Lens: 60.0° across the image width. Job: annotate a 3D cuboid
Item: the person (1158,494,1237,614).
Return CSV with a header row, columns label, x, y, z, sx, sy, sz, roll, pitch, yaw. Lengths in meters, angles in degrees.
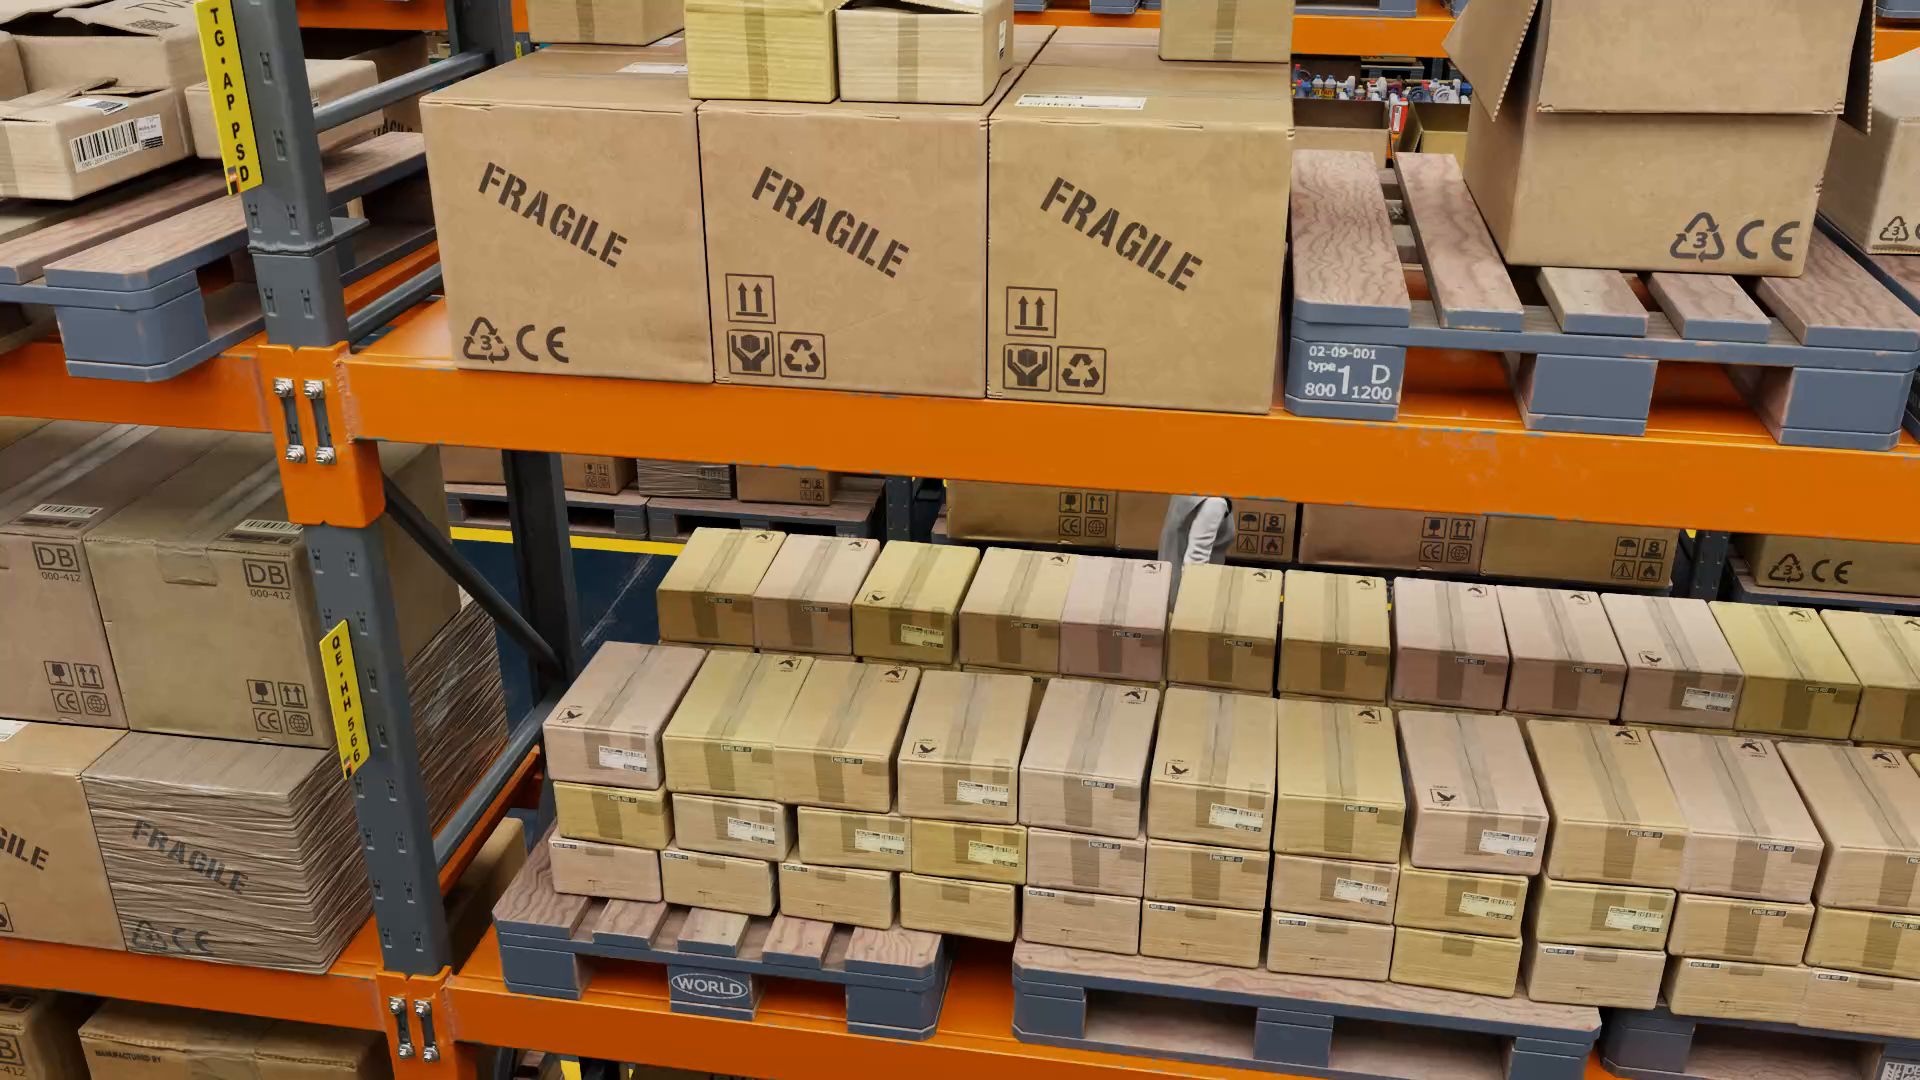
label,x,y,z,sx,sy,sz,roll,pitch,yaw
person,0.945,0.268,6.567,0.345,1.581,0.485,3,25,5
